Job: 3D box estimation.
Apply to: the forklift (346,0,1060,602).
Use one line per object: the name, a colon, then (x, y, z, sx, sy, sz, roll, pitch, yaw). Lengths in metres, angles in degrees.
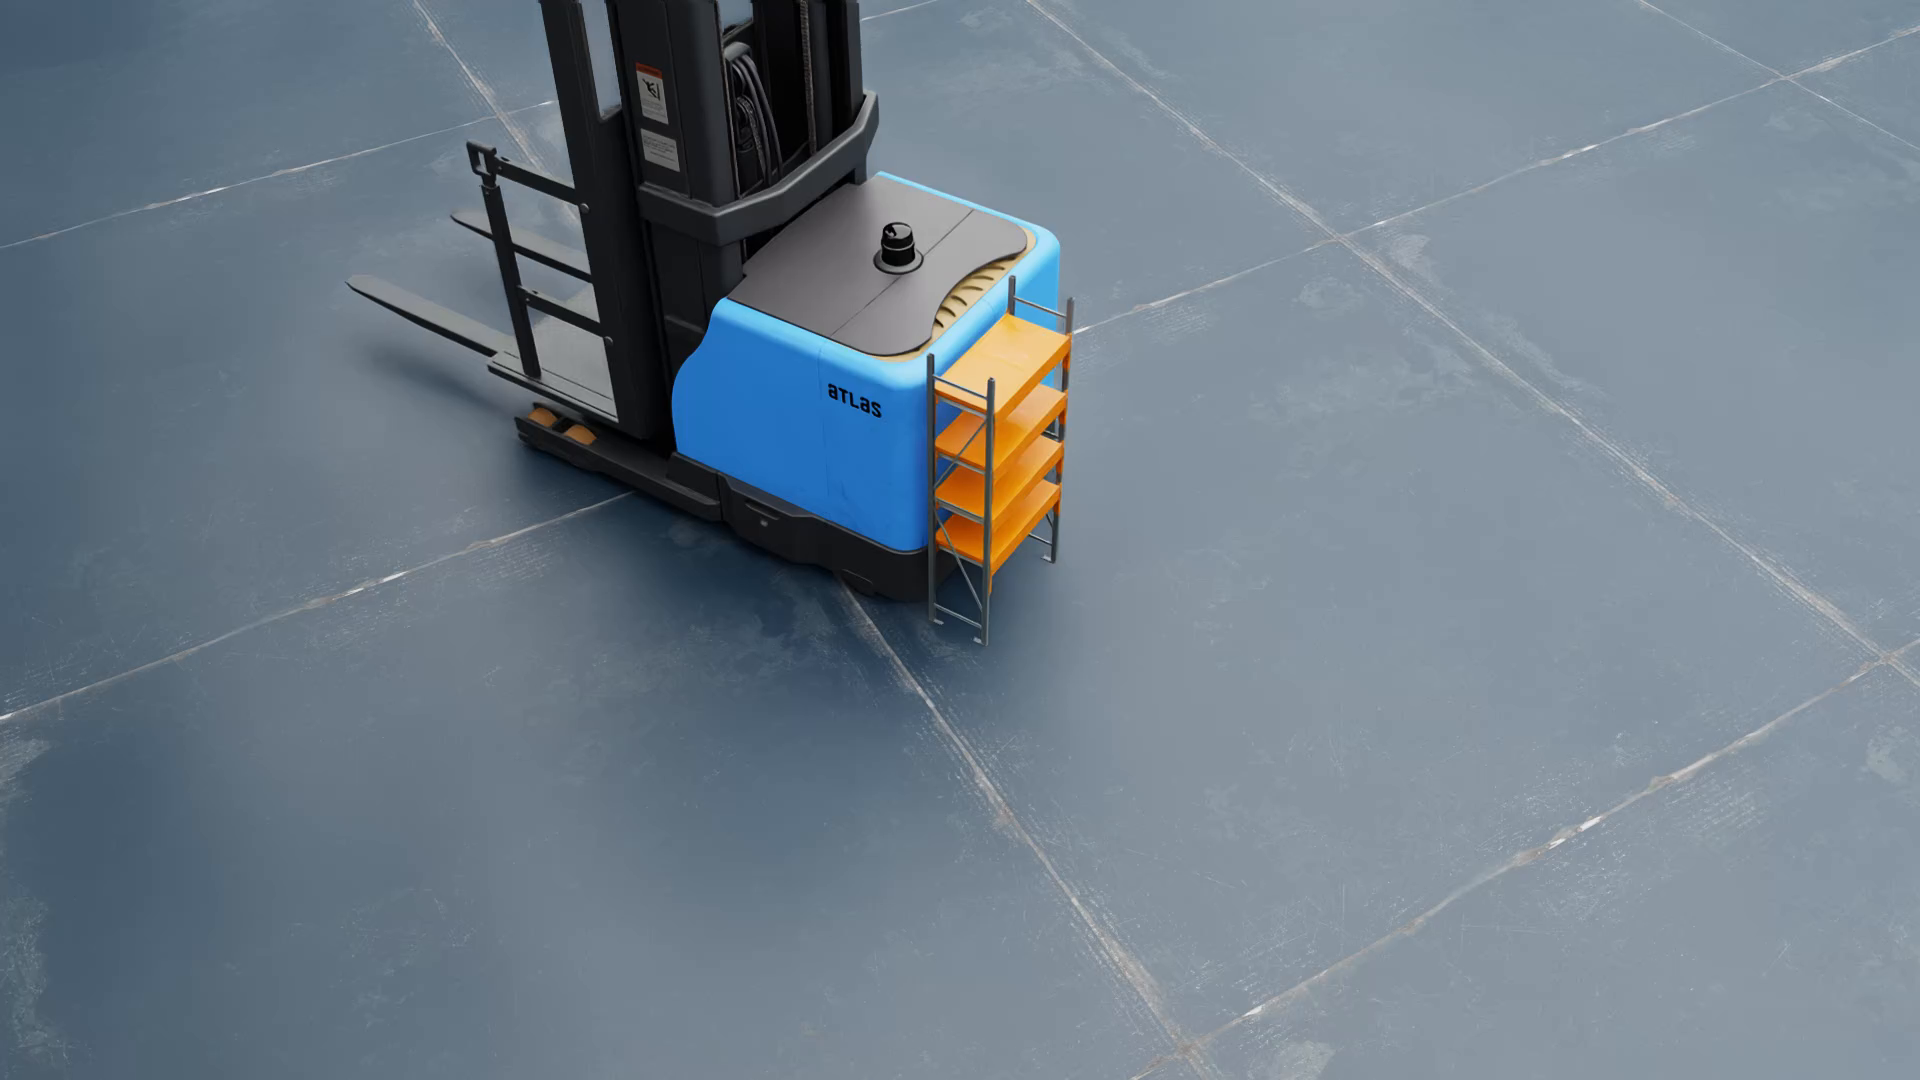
forklift: (-1.152, -1.624, 5.818, 3.031, 2.935, 1.130, 24, 49, 23)

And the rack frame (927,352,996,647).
rack frame: (-0.002, -0.101, 5.491, 0.240, 1.200, 0.015, 24, 49, 22)

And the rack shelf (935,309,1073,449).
rack shelf: (0.131, -0.525, 5.364, 0.258, 0.148, 0.480, 24, 49, 22)

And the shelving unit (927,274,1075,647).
shelving unit: (0.129, -0.244, 5.639, 0.258, 1.200, 0.503, 24, 49, 22)

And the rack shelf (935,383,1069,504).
rack shelf: (0.130, -0.356, 5.529, 0.258, 0.148, 0.480, 24, 49, 22)

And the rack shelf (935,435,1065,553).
rack shelf: (0.128, -0.196, 5.686, 0.258, 0.148, 0.480, 24, 49, 22)

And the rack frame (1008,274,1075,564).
rack frame: (0.259, -0.388, 5.787, 0.240, 1.200, 0.015, 24, 49, 22)

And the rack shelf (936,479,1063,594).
rack shelf: (0.127, -0.054, 5.825, 0.258, 0.148, 0.480, 24, 49, 22)
